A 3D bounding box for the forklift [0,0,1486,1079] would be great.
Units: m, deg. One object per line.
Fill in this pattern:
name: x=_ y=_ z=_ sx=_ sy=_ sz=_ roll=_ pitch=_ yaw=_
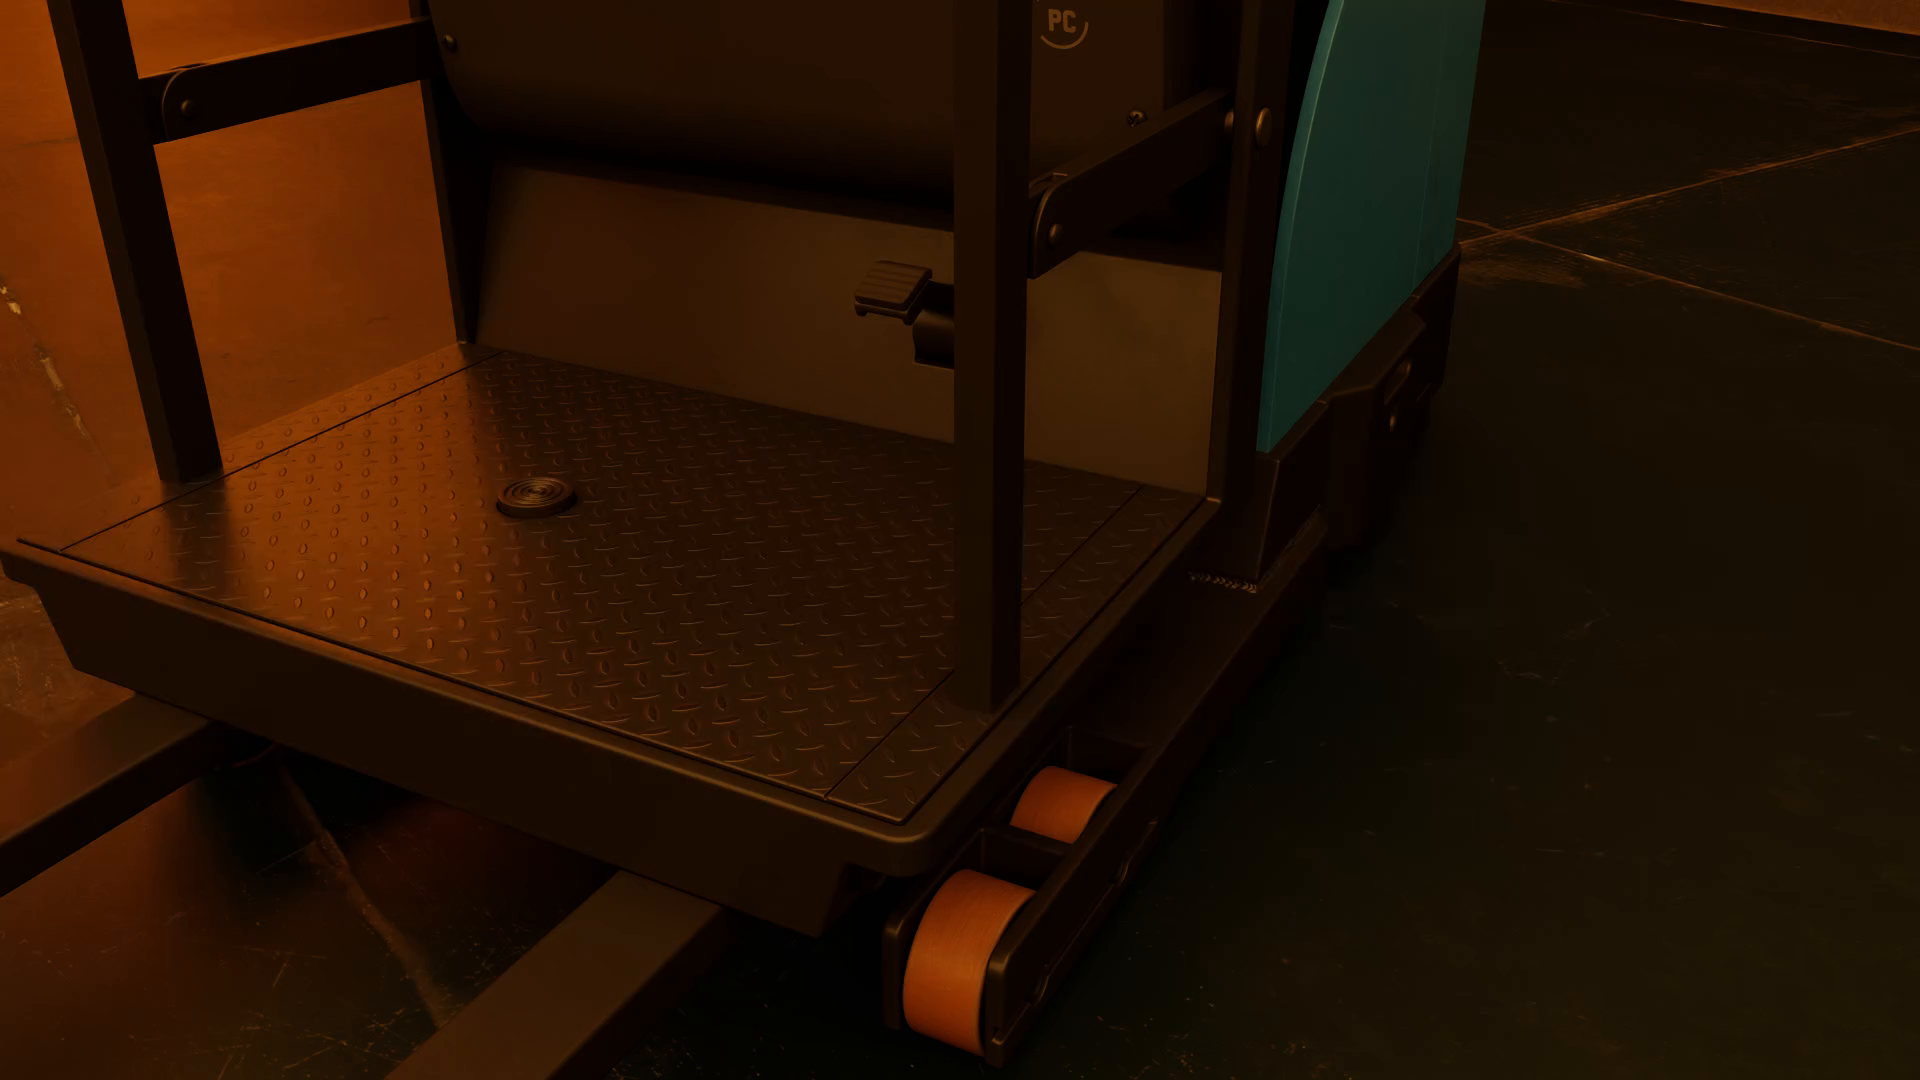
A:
forklift: x=-0.291 y=-1.063 z=1.350 sx=1.130 sy=2.935 sz=3.031 roll=13 pitch=30 yaw=25
